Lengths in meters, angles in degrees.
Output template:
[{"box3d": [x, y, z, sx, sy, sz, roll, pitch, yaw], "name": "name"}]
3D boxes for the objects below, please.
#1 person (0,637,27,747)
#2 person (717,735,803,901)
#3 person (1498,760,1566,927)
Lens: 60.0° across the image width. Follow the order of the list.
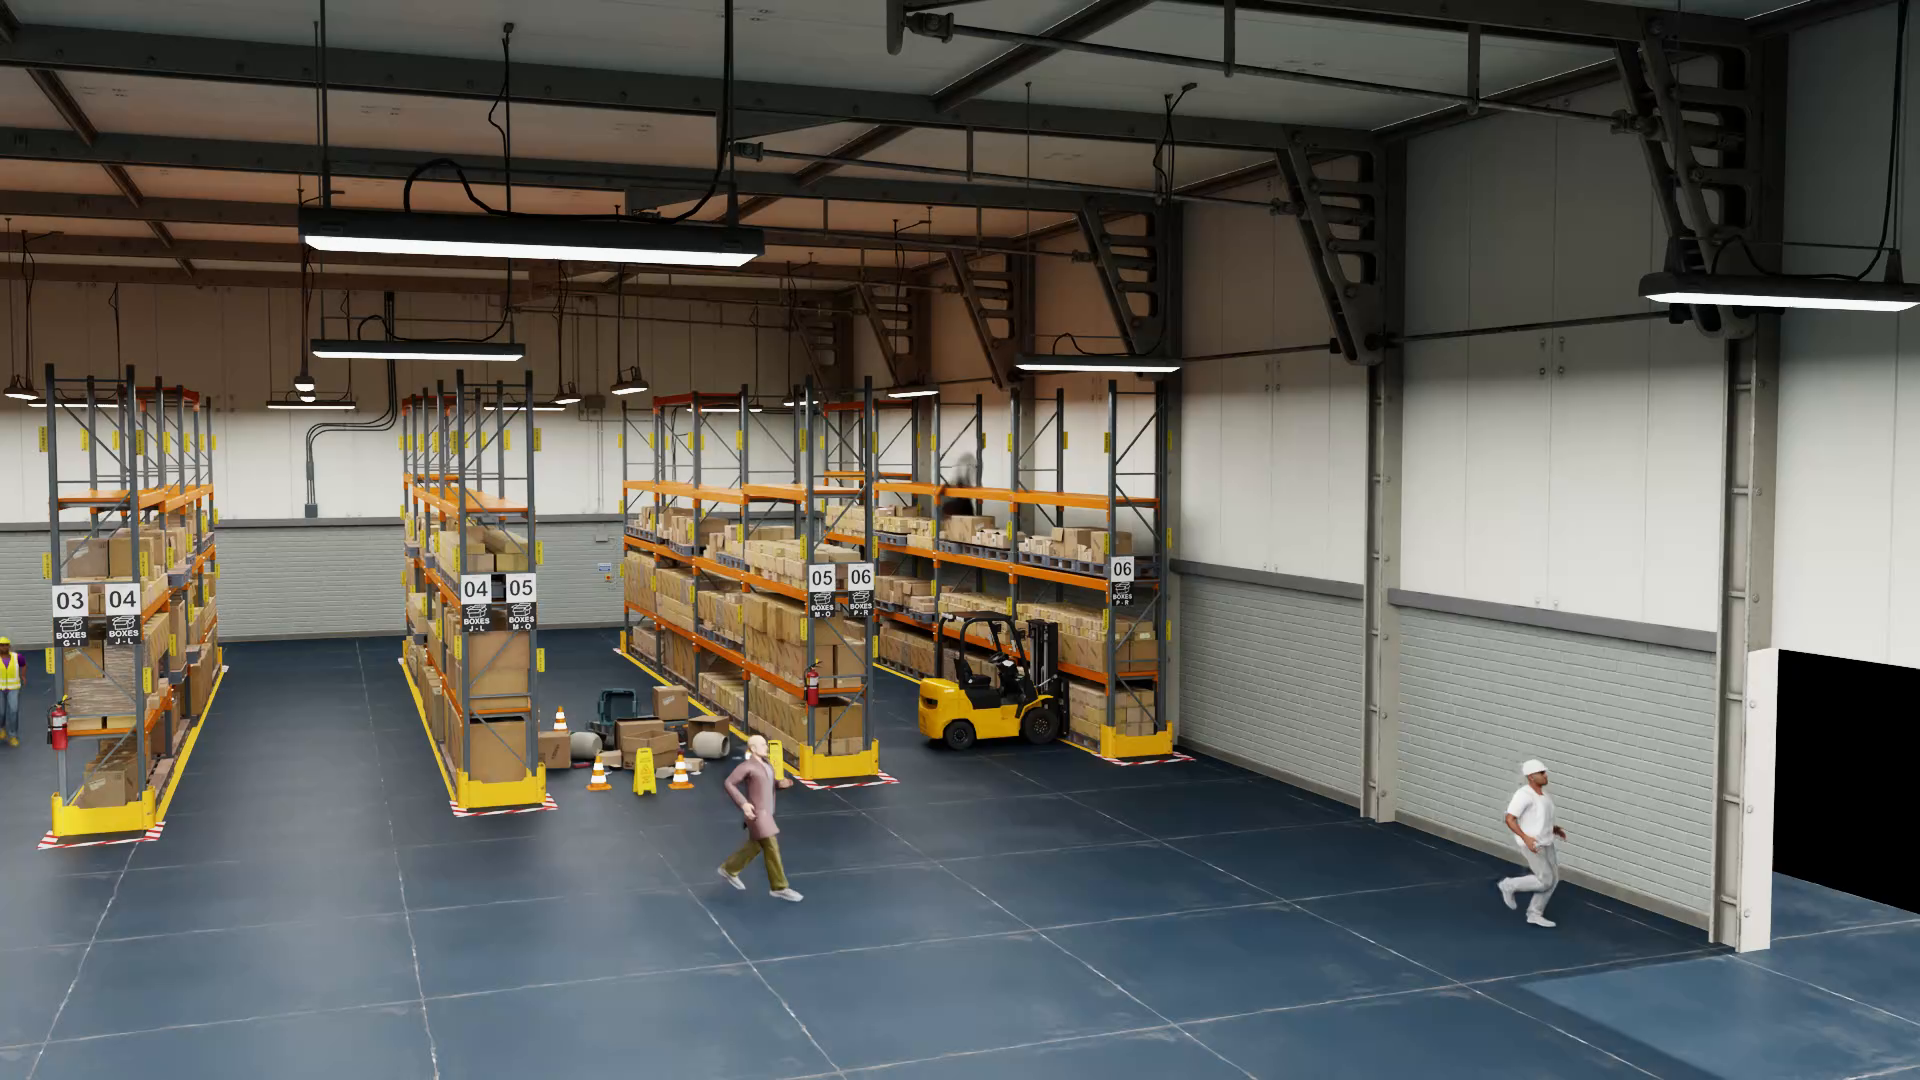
[{"box3d": [-15.782, 2.485, 27.488, 0.695, 1.771, 0.962, -2, 4, -36], "name": "person"}, {"box3d": [-2.195, 3.063, 18.204, 1.041, 1.686, 0.697, 1, 3, 14], "name": "person"}, {"box3d": [5.940, 3.135, 17.284, 0.589, 1.721, 0.690, 3, 5, 45], "name": "person"}]
